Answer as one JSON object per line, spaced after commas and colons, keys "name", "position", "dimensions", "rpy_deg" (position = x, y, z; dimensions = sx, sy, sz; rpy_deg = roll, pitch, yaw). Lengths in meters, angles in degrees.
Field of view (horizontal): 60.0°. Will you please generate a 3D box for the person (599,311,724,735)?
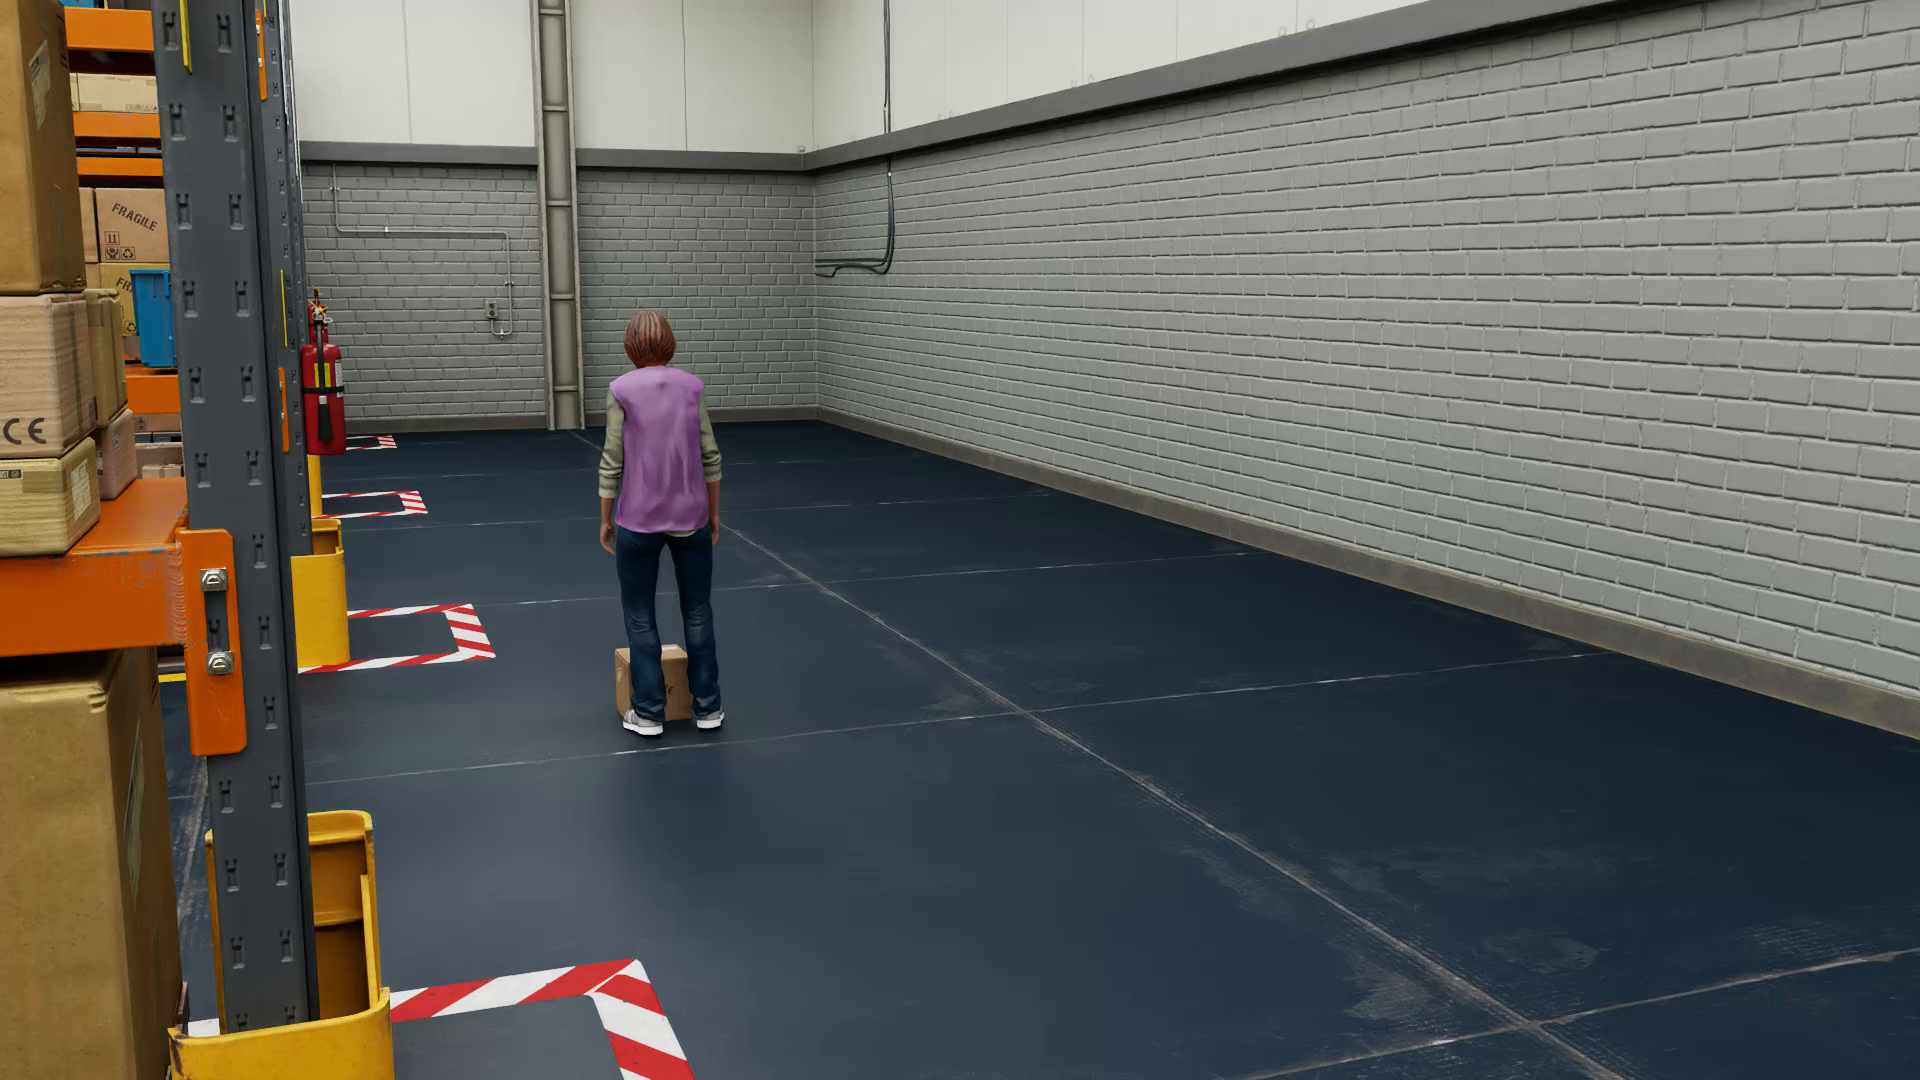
{"name": "person", "position": [-1.122, -0.058, 6.268], "dimensions": [0.473, 1.592, 0.350], "rpy_deg": [-4, 10, -22]}
